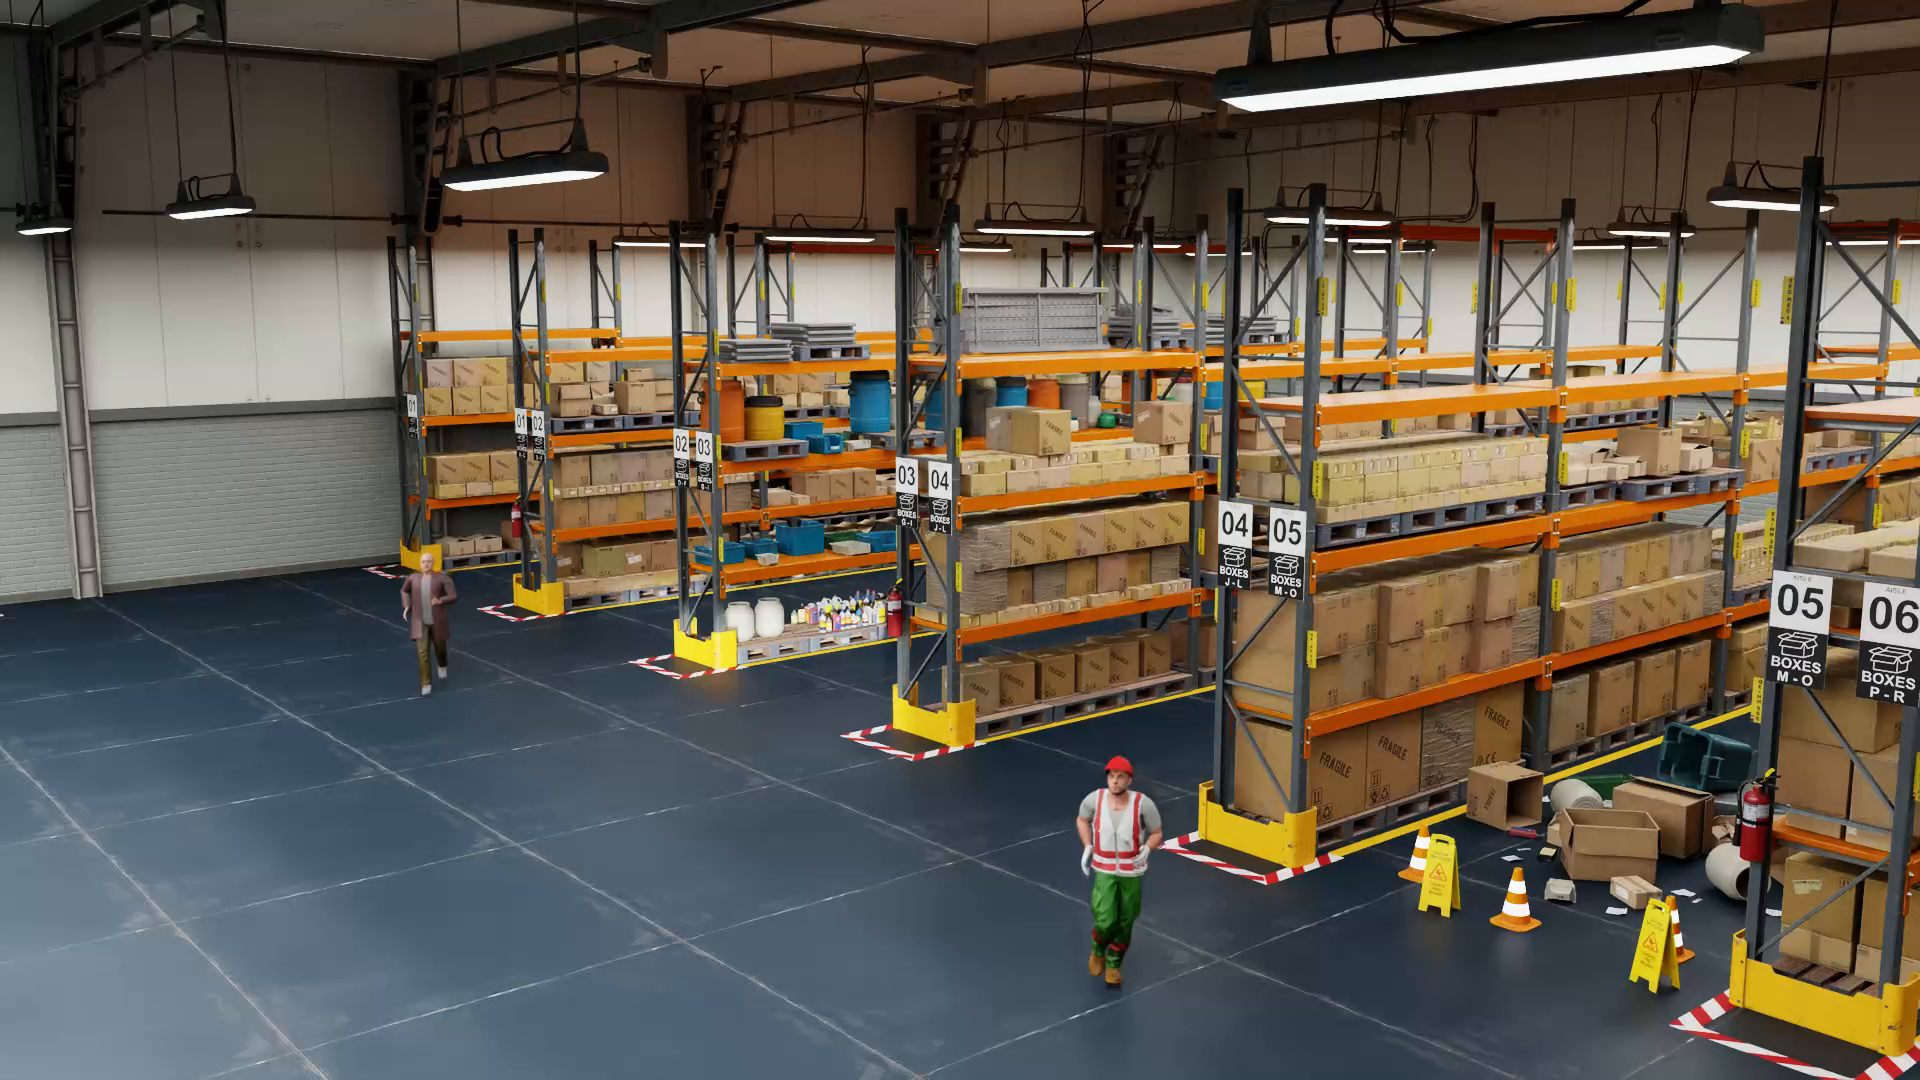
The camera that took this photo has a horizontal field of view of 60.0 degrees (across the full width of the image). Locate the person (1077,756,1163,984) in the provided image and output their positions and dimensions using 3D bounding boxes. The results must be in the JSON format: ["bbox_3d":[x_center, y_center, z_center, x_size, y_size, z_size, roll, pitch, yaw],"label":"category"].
[{"bbox_3d":[1.161,2.443,12.158,0.632,1.748,0.601,1,9,6],"label":"person"}]

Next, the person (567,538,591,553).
[{"bbox_3d":[-6.557,-0.082,28.714,0.567,1.661,0.915,7,11,38],"label":"person"}]

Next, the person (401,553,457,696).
[{"bbox_3d":[-6.762,1.036,21.195,0.715,1.755,1.027,-2,9,-12],"label":"person"}]
